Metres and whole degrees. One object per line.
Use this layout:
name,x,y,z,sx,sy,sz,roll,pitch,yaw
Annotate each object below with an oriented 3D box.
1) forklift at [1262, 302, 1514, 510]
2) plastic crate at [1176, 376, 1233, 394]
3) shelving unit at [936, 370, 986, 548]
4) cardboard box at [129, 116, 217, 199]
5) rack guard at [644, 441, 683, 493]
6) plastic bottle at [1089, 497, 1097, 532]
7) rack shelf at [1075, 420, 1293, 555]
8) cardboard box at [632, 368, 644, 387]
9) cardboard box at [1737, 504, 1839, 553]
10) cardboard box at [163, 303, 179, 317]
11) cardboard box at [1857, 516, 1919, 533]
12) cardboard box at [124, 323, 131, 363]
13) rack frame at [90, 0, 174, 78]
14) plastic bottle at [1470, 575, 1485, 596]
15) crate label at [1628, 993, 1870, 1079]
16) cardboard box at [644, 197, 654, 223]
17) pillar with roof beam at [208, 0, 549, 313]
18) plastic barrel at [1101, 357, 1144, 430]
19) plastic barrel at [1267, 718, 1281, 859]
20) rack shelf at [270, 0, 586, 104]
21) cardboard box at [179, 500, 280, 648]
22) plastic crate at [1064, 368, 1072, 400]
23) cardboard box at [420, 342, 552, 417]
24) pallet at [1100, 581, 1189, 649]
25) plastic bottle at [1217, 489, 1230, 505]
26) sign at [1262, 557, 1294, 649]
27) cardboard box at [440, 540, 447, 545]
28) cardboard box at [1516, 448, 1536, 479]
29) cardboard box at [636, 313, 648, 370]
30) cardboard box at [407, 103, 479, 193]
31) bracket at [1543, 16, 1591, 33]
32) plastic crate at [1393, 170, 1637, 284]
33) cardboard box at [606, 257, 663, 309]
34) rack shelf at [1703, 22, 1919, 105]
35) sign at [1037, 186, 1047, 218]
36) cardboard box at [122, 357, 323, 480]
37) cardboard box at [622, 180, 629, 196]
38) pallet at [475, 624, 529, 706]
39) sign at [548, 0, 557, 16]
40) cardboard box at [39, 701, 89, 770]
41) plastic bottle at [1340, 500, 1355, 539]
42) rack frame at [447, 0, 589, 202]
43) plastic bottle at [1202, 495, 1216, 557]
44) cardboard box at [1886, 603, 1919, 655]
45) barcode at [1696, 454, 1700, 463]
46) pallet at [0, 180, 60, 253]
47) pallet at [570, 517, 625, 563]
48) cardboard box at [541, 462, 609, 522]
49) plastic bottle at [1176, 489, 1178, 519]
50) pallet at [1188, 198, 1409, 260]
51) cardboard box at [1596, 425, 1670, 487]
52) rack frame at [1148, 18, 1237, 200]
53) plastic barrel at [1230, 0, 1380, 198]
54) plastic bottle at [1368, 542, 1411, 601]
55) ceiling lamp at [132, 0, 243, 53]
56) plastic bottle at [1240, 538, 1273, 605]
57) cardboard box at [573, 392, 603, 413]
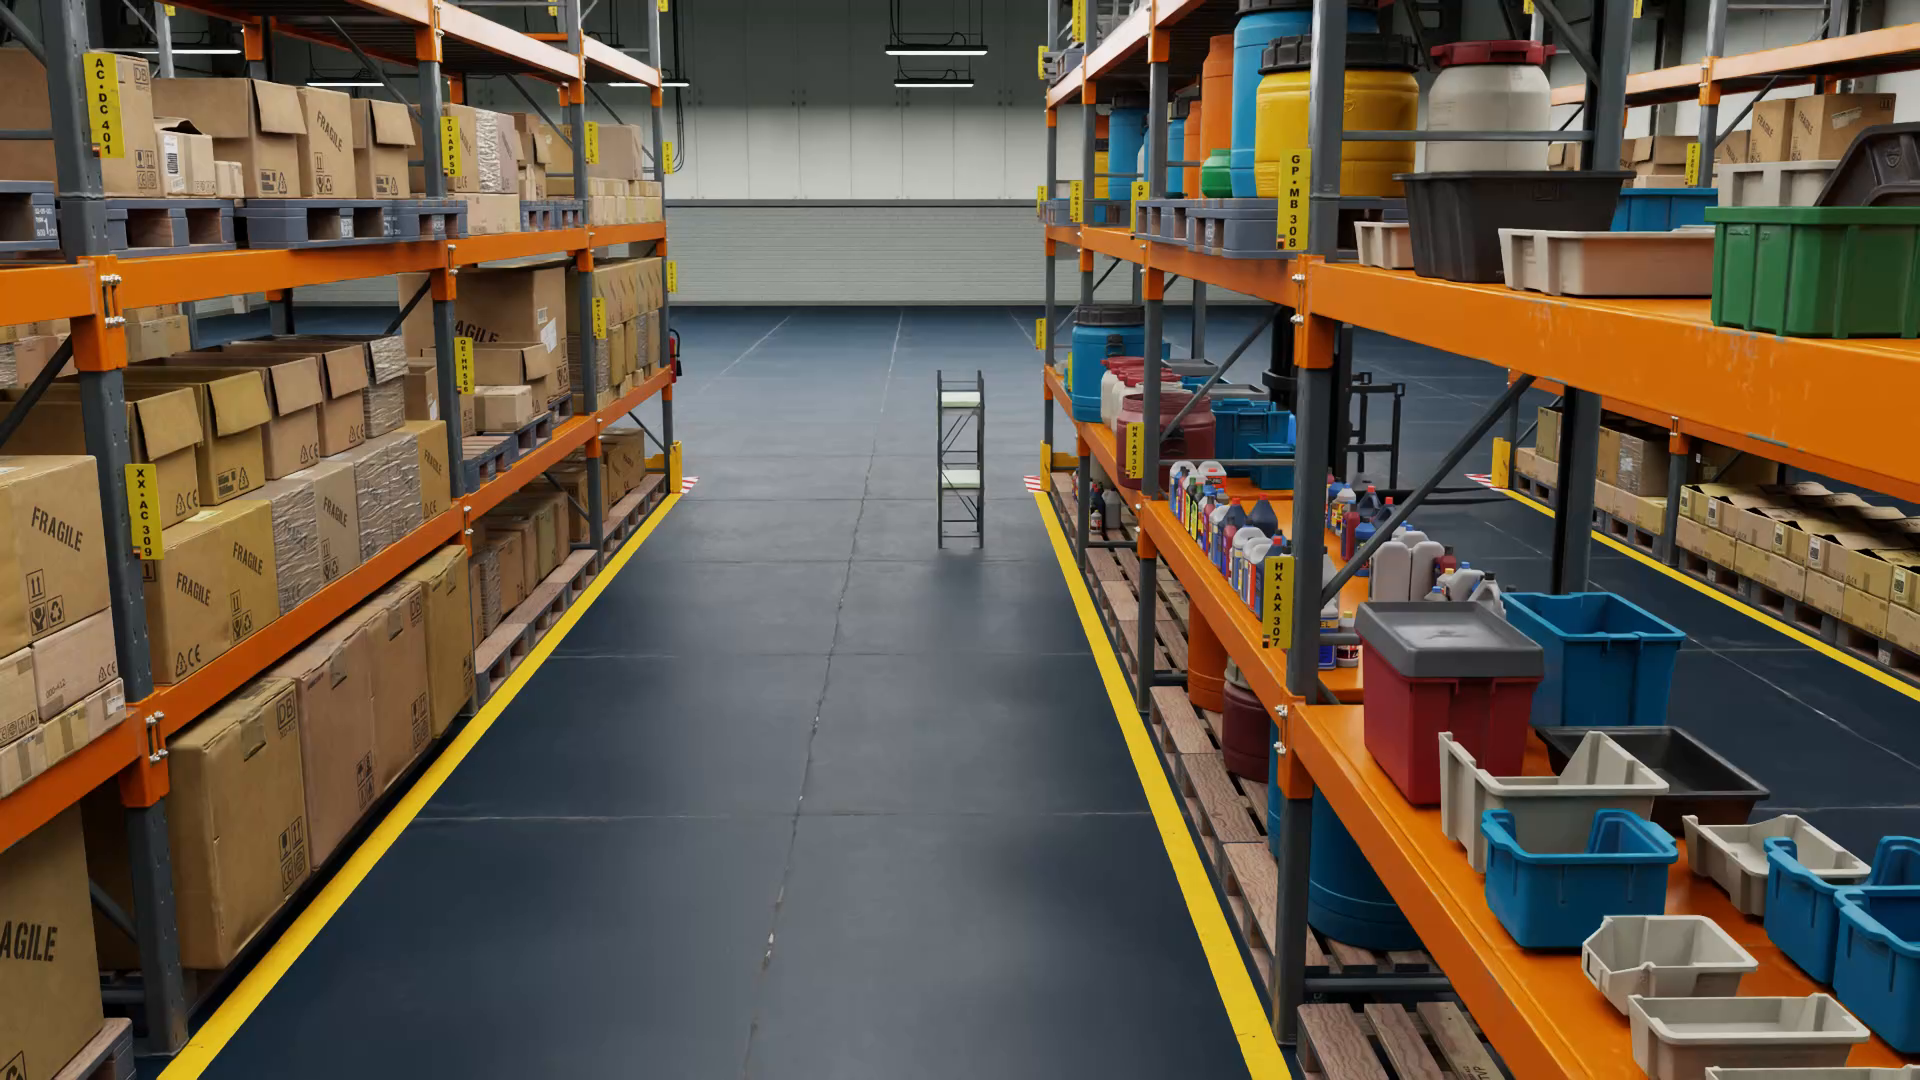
forklift,3.761,-1.655,15.846,3.031,2.935,1.130,-1,11,-4
plastic crate,1.818,-1.013,12.550,0.392,0.384,0.575,0,11,-1
shelving unit,0.000,-0.736,14.917,0.431,1.500,0.755,0,11,-1
cardboard box,-3.235,-1.479,6.430,0.500,0.311,0.500,-1,11,-3
rack guard,-3.549,-0.774,17.616,1.175,0.500,0.348,0,11,-1
plastic bottle,1.144,-0.218,14.314,0.061,0.283,0.133,0,11,2
rack shelf,1.525,-0.489,11.735,1.077,0.370,4.000,0,11,-1
cardboard box,-3.202,-1.537,15.724,0.380,0.149,0.250,0,11,-1
cardboard box,6.213,-0.106,12.488,0.500,0.311,0.500,-1,11,-3
cardboard box,-8.543,-2.543,16.954,0.875,0.550,0.550,0,11,-1
cardboard box,6.763,-0.010,12.014,0.500,0.311,0.500,0,11,-2
cardboard box,-8.539,-1.793,15.973,0.875,0.550,0.550,0,11,-1
rack frame,-8.512,-4.954,16.844,1.000,3.000,0.127,0,11,-1
plastic bottle,2.043,0.271,6.504,0.097,0.271,0.097,0,11,0
crate label,1.512,0.972,3.238,0.396,0.136,0.243,0,11,-1
cardboard box,-3.273,-3.217,16.202,0.500,0.250,0.500,0,11,-1
pillar with roof beam,-15.623,-10.731,45.322,9.100,9.000,0.548,0,11,-1
plastic barrel,1.285,-1.115,12.668,0.433,0.535,0.433,0,11,0
plastic barrel,1.641,0.925,7.179,0.600,0.901,0.708,0,11,-1
rack shelf,-3.427,-3.213,11.078,1.077,0.370,4.000,0,11,-1
cardboard box,-3.073,0.130,6.623,0.500,0.500,0.500,0,11,-1
plastic crate,1.190,-1.385,14.717,0.499,0.251,0.616,0,11,-1
cardboard box,-3.340,-1.131,11.774,0.797,0.503,0.637,1,12,5
pallet,1.567,0.526,11.933,1.003,0.211,1.213,0,11,-1
plastic bottle,1.386,-0.172,8.861,0.097,0.201,0.097,0,11,0
sign,1.099,0.217,5.748,0.100,0.325,0.005,0,11,-1
cardboard box,-3.429,0.085,10.390,0.500,0.250,0.500,0,11,1
cardboard box,6.142,-0.805,17.341,0.500,0.250,0.500,0,11,-1
cardboard box,-3.469,-1.901,15.885,0.875,0.500,0.500,0,11,-1
cardboard box,-3.138,-2.282,9.711,0.500,0.500,0.500,0,11,-1
bracket,11.521,-9.626,30.819,0.076,0.066,4.783,0,11,-1
plastic crate,1.401,-0.807,4.277,0.497,0.269,0.590,0,11,-1
cardboard box,-3.292,-2.591,16.769,0.500,0.500,0.500,0,11,-1
rack shelf,6.478,-3.253,11.275,1.077,0.370,4.000,0,11,-1
sign,0.851,-3.507,17.236,0.100,0.325,0.005,0,11,-1
cardboard box,-3.355,-0.556,7.482,0.797,0.503,0.637,0,11,1
cardboard box,-3.254,-3.239,15.309,0.380,0.149,0.250,-1,11,-4
pallet,-3.400,0.787,10.647,1.003,0.211,1.213,0,11,-1
sign,-4.093,-5.448,16.734,0.100,0.325,0.005,0,11,-1
cardboard box,-2.963,0.605,5.164,0.380,0.149,0.250,0,11,0
plastic bottle,2.001,-0.102,8.519,0.097,0.201,0.097,0,11,0
rack frame,-3.468,-4.159,12.926,1.000,3.000,0.127,0,11,-1
plastic bottle,1.231,-0.070,8.152,0.061,0.283,0.133,0,11,-1
cardboard box,6.264,0.574,10.543,0.500,0.250,0.500,0,11,0
barcode,6.025,-0.668,13.571,0.001,0.075,0.075,0,11,-1
pallet,-3.296,-0.893,4.593,1.003,0.211,1.213,0,11,-1
pallet,-3.517,0.014,14.457,1.003,0.211,1.213,0,11,-1
cardboard box,-3.456,-0.393,14.683,0.500,0.500,0.500,4,12,17
plastic bottle,1.230,-0.217,9.084,0.097,0.201,0.097,0,11,0
pallet,1.535,-1.182,6.271,1.213,0.211,1.003,0,11,-1
cardboard box,6.196,-0.775,15.307,0.500,0.500,0.500,0,11,-1
rack frame,1.567,-3.384,9.107,1.000,3.000,0.127,0,11,-1
plastic barrel,1.461,-1.909,7.064,0.600,0.901,0.708,0,11,-1
plastic bottle,1.849,0.135,7.162,0.152,0.276,0.135,0,11,-1
ceiling lamp,-14.911,-11.015,32.039,2.000,3.185,0.800,0,11,-1
plastic bottle,1.297,0.135,7.160,0.152,0.276,0.135,0,11,-1
cardboard box,-3.172,-1.140,13.765,0.380,0.149,0.250,0,11,-1
